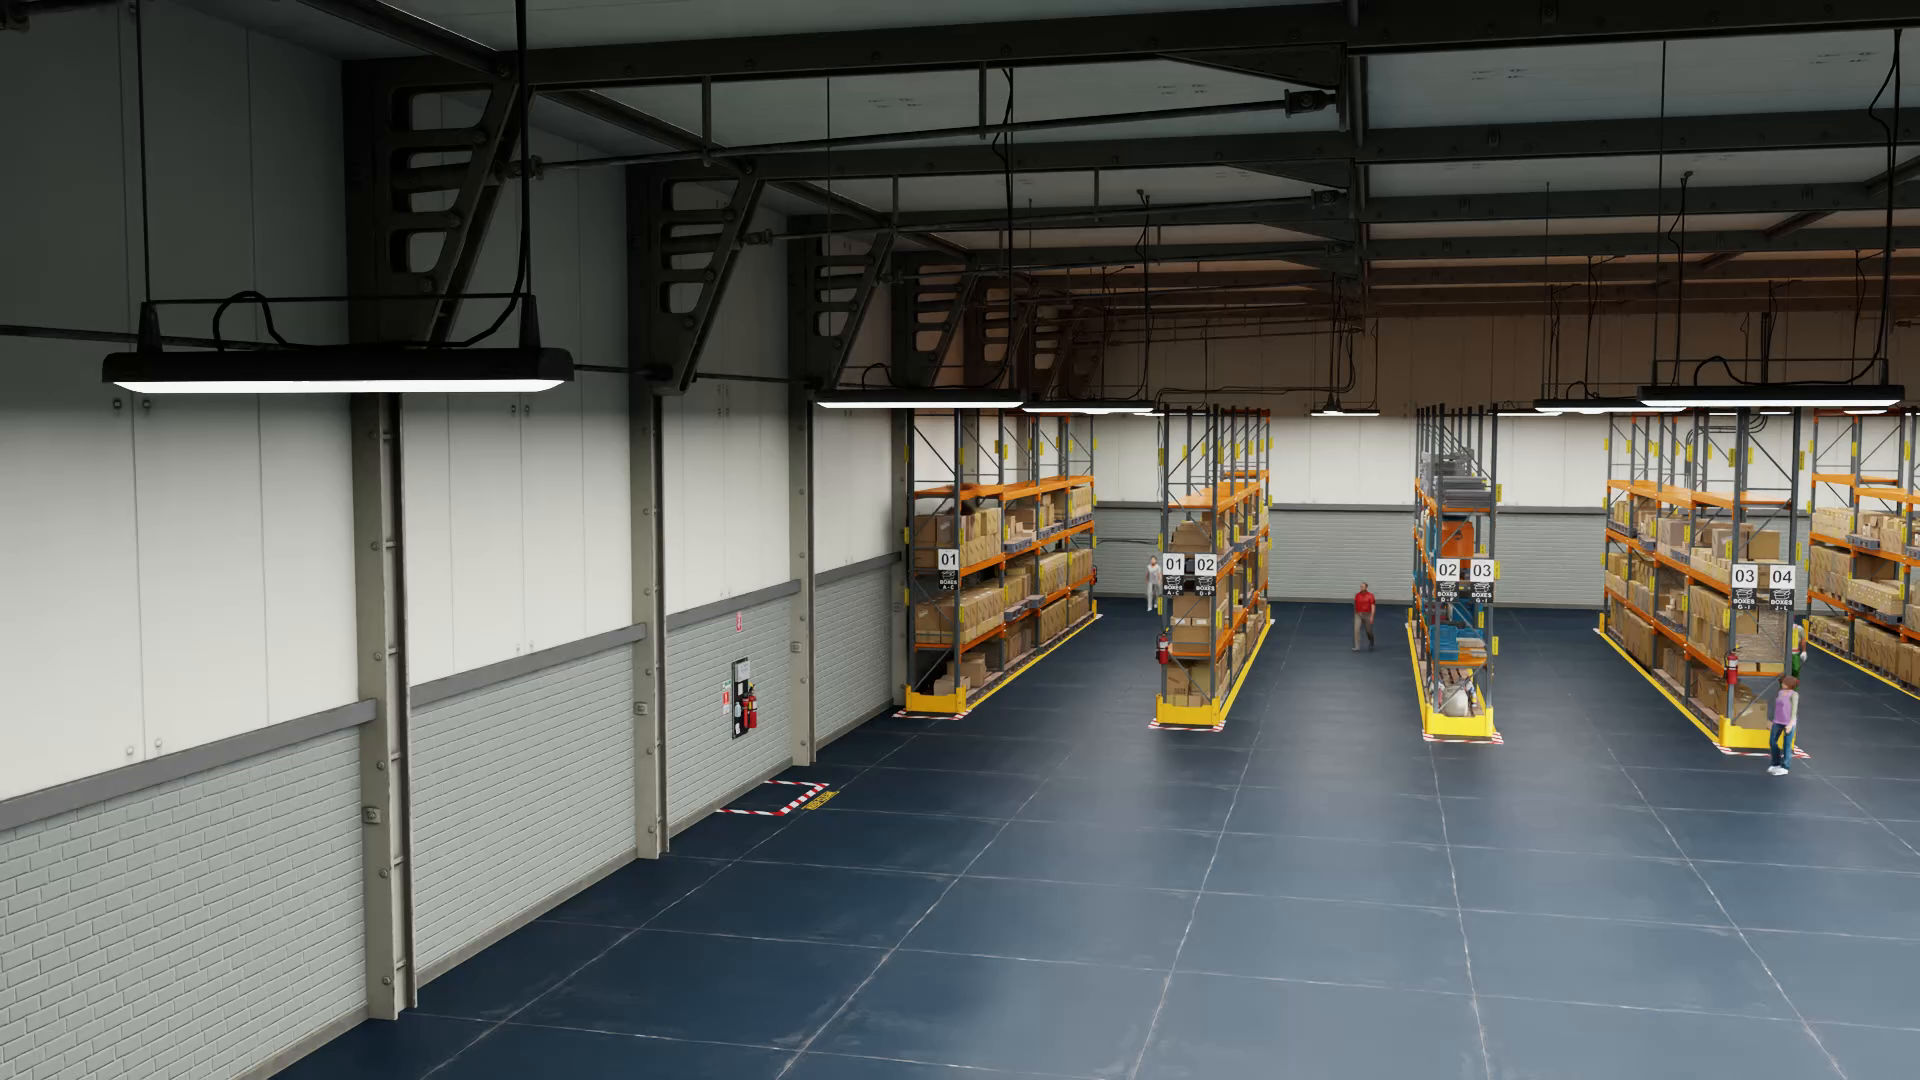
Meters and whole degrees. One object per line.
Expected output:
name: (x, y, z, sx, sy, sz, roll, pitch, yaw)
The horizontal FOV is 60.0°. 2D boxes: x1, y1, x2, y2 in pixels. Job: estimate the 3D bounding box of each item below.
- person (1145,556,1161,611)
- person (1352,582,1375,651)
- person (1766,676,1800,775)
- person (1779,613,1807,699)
person: (5.783, 1.291, 49.782, 0.476, 1.622, 1.050, 1, 4, 9)
person: (9.957, 1.887, 41.050, 0.575, 1.684, 0.876, 2, 5, 25)
person: (13.266, 2.996, 26.786, 0.386, 1.635, 0.453, -2, 5, -30)
person: (17.032, 2.328, 34.159, 0.687, 1.737, 0.975, 1, 4, 19)
